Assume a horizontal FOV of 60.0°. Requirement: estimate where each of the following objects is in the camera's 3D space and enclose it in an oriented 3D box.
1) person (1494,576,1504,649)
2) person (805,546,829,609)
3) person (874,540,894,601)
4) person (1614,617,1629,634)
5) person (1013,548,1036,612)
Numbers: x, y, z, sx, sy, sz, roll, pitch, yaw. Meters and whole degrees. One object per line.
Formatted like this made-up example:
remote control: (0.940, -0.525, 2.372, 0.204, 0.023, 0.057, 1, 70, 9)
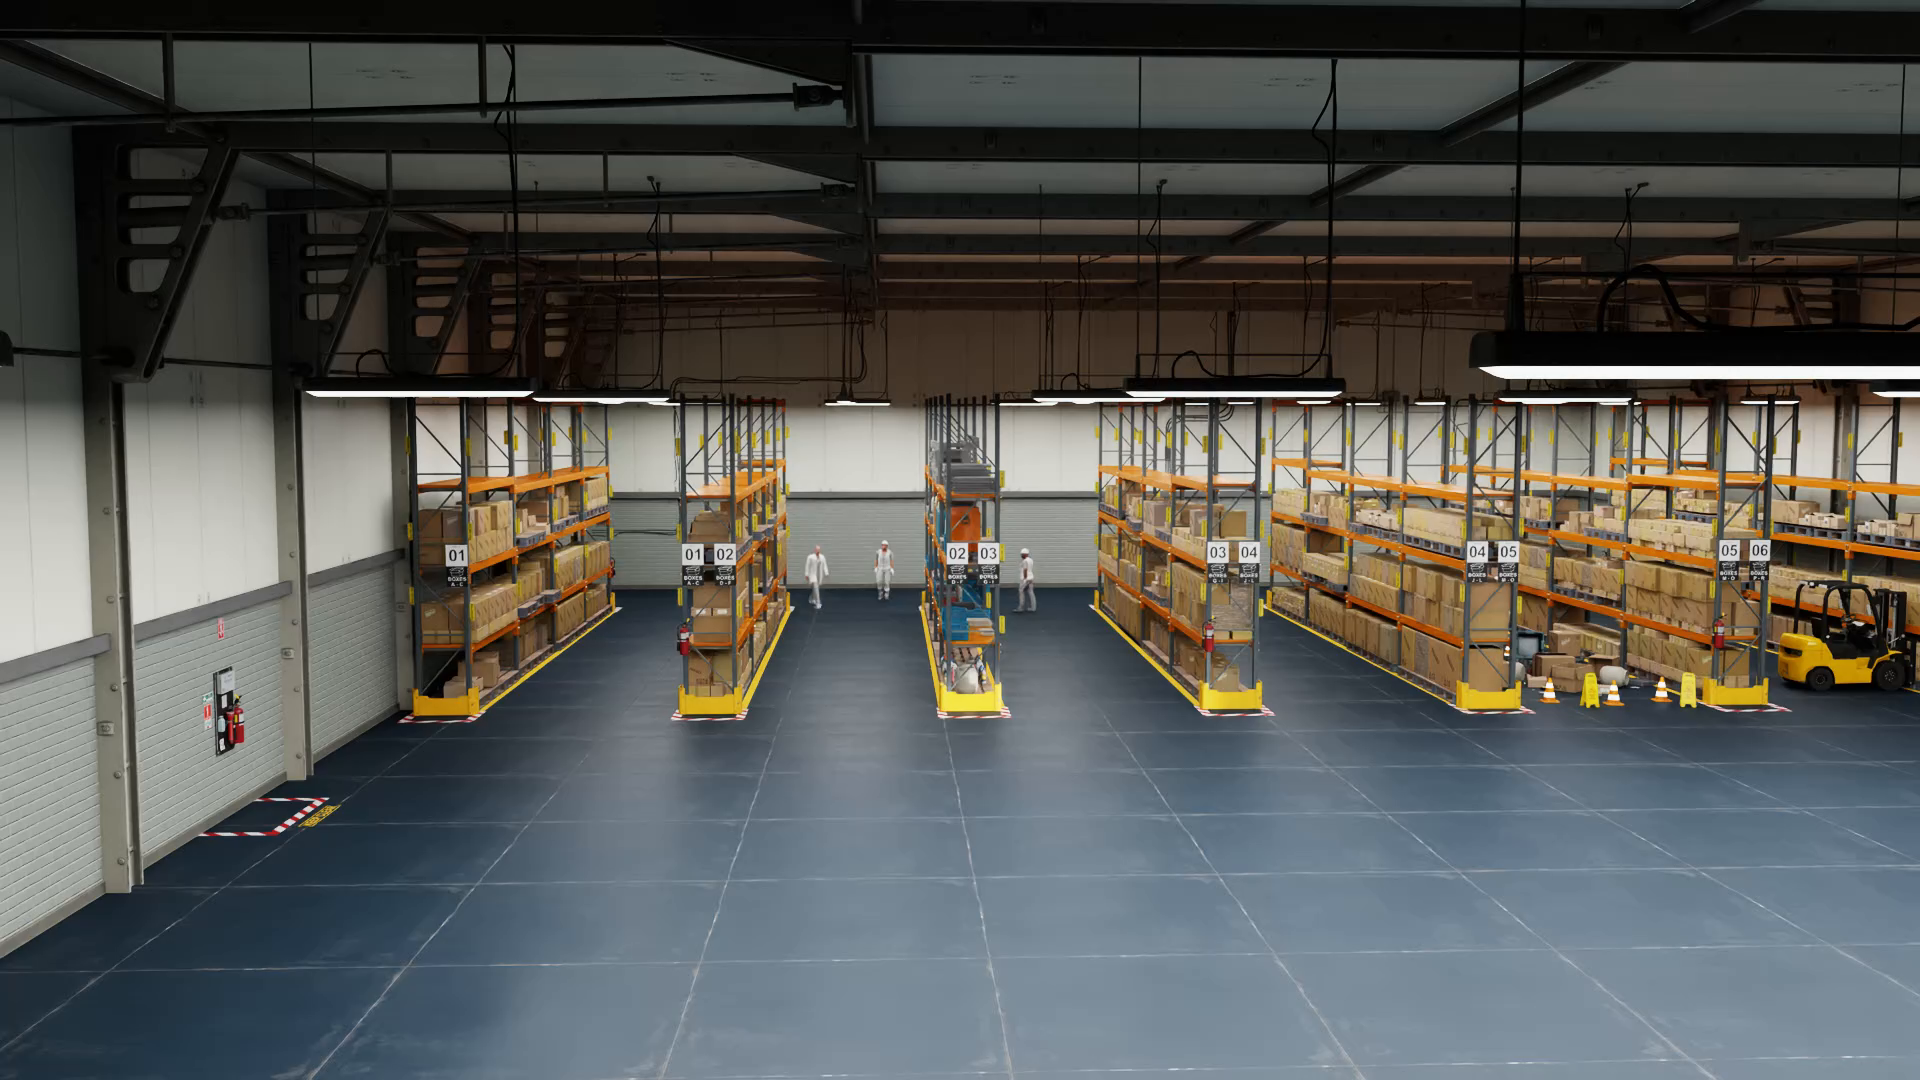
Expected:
person: (12.688, 1.742, 39.274, 0.569, 1.787, 0.393, -3, 5, -33)
person: (-4.145, 1.049, 48.083, 0.610, 1.767, 1.027, -3, 5, -34)
person: (-2.263, 0.912, 49.572, 0.602, 1.809, 0.510, 0, 5, 6)
person: (16.565, 1.644, 41.426, 0.541, 1.652, 0.642, -2, 5, -20)
person: (1.833, 1.129, 46.914, 0.650, 1.793, 0.569, 3, 5, 32)
